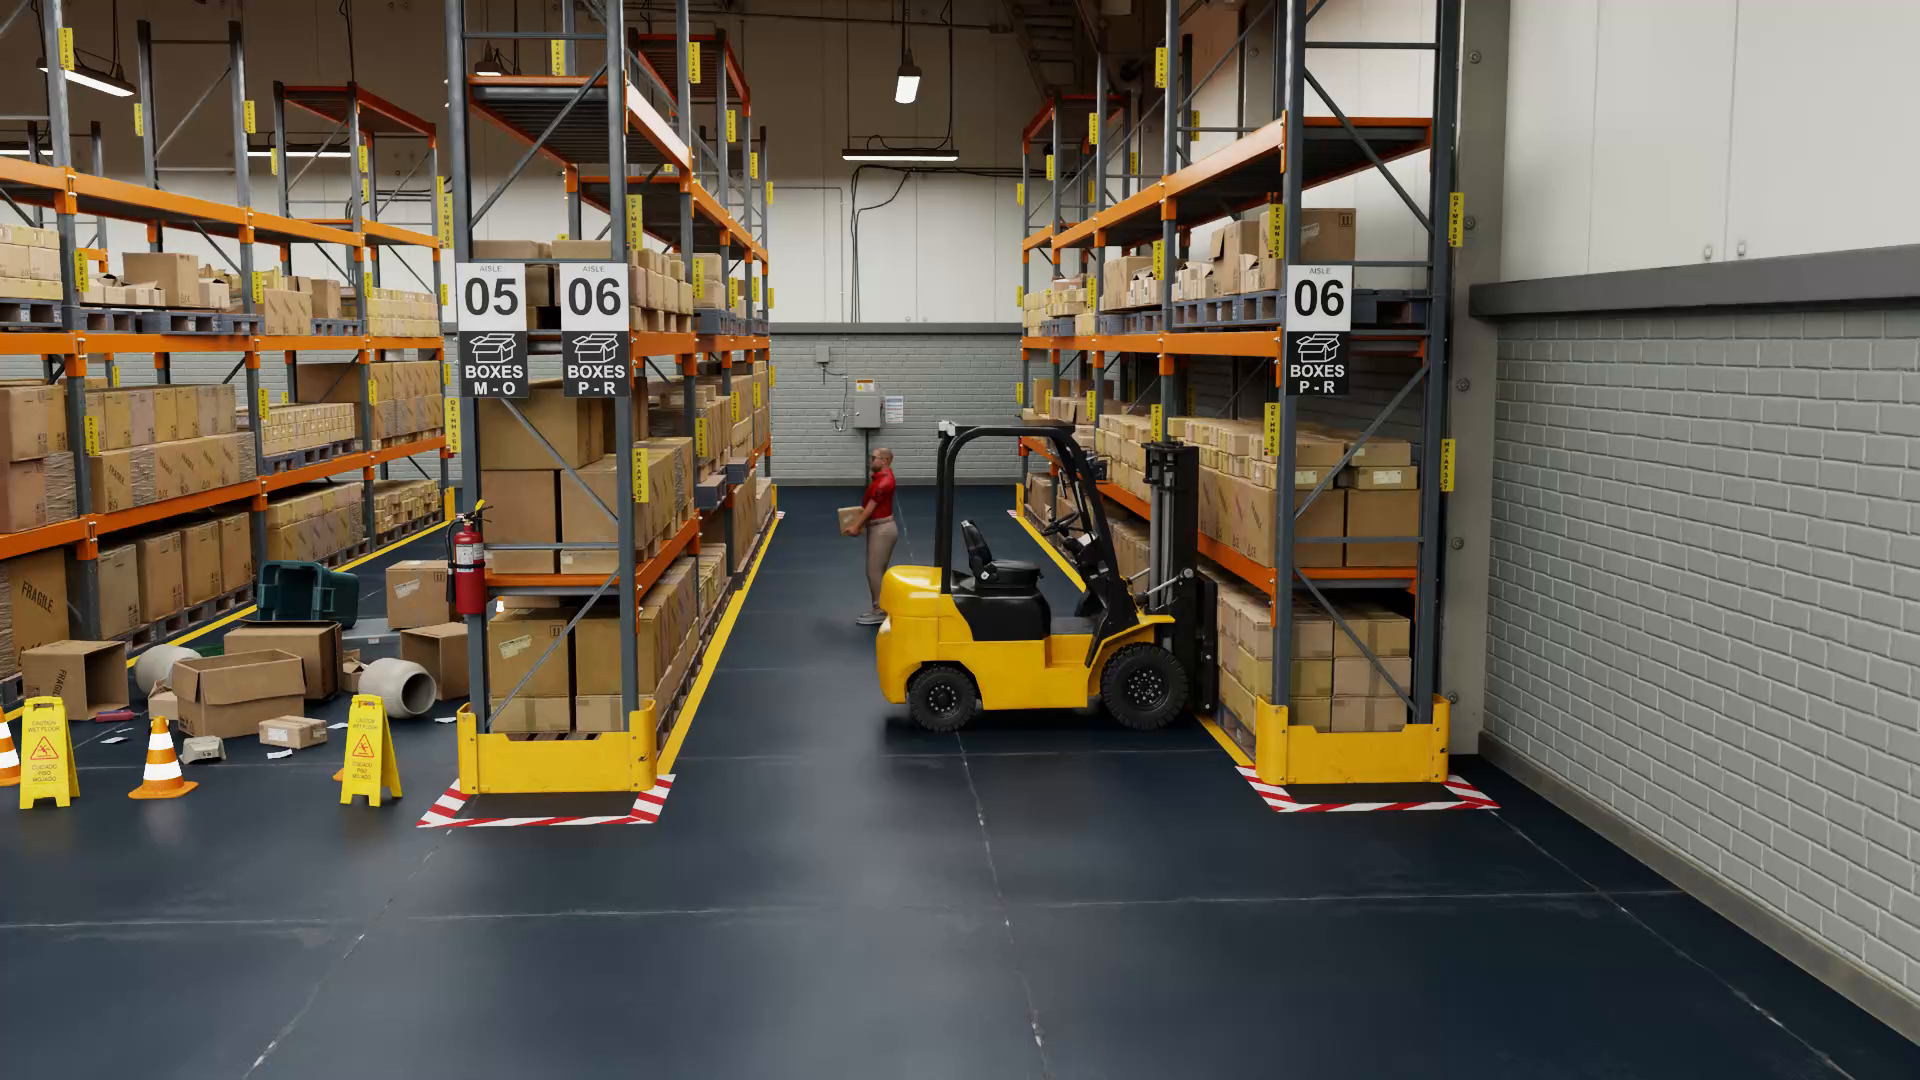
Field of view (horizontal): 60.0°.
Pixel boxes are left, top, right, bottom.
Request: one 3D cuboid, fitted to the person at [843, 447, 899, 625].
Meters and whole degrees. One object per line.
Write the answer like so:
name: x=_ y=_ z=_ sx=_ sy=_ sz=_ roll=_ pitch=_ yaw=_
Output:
person: x=-0.870 y=-0.043 z=16.215 sx=0.542 sy=1.724 sz=0.490 roll=0 pitch=7 yaw=-4
